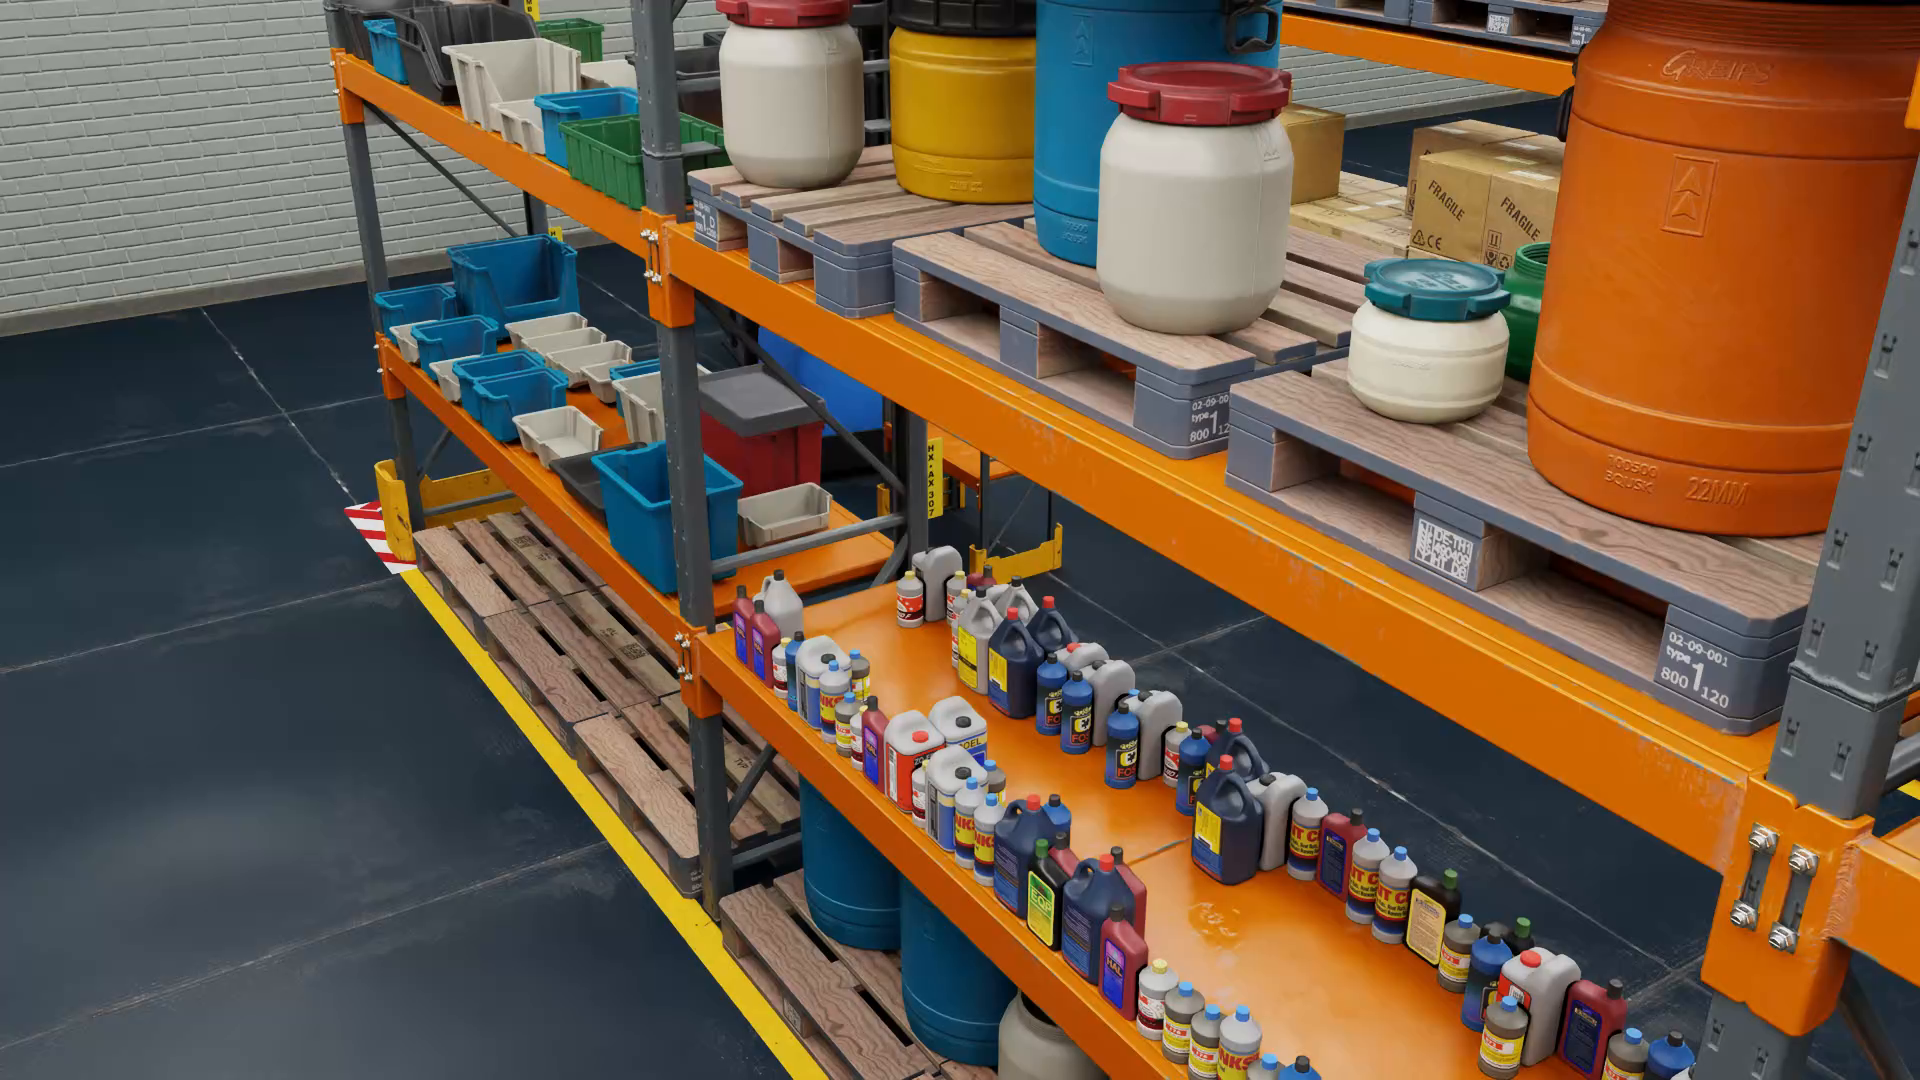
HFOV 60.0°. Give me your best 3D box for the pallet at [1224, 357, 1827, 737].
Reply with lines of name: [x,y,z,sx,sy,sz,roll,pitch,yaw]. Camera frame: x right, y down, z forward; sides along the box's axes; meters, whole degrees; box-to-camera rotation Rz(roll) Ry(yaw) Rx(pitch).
pallet: [1.275,-0.118,3.194,1.003,0.211,1.213,-16,29,-30]

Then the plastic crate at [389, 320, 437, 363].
plastic crate: [-2.791,-1.021,8.638,0.250,0.136,0.298,-16,29,-30]

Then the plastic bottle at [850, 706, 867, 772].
plastic bottle: [-0.293,0.611,5.175,0.097,0.201,0.097,0,25,0]

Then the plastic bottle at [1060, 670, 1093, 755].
plastic bottle: [0.367,0.537,5.249,0.097,0.271,0.097,0,25,0]

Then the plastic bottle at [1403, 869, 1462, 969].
plastic bottle: [1.232,0.965,4.328,0.061,0.283,0.133,-16,29,-30]

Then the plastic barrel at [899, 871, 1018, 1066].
plastic barrel: [0.097,1.229,5.598,0.600,0.901,0.708,-16,29,-30]

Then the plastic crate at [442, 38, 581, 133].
plastic crate: [-1.805,-1.850,6.781,0.437,0.282,0.530,-16,29,-30]

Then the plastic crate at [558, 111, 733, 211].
plastic crate: [-1.057,-1.323,5.774,0.450,0.188,0.662,-16,29,-30]

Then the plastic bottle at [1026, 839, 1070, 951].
plastic bottle: [0.235,0.934,4.394,0.061,0.283,0.133,-16,29,-30]

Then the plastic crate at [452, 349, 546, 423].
plastic crate: [-2.178,-0.728,7.904,0.416,0.233,0.300,-16,29,-30]

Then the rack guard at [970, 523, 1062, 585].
rack guard: [0.313,0.092,9.262,0.587,0.250,0.087,-16,29,-30]

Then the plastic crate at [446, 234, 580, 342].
plastic crate: [-2.417,-1.379,9.046,0.616,0.435,0.499,-16,29,-30]

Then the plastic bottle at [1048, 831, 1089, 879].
plastic bottle: [0.286,0.920,4.424,0.061,0.283,0.133,-16,29,-30]

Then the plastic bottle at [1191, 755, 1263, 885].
plastic bottle: [0.751,0.771,4.661,0.144,0.351,0.185,-16,29,-30]

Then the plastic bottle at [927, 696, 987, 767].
plastic bottle: [-0.006,0.625,5.058,0.152,0.276,0.135,-16,29,-30]

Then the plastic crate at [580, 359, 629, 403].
plastic crate: [-1.663,-0.768,8.102,0.298,0.136,0.250,-16,29,-30]

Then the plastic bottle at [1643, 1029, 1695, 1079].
plastic bottle: [1.605,1.229,3.783,0.097,0.271,0.097,0,25,0]

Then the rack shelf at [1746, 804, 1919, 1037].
rack shelf: [2.703,1.133,1.164,1.077,0.370,4.000,-16,29,-30]

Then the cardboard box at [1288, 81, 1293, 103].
cardboard box: [1.880,-2.859,11.242,0.500,0.500,0.500,-15,29,-29]

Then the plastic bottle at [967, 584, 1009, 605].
plastic bottle: [0.113,0.271,5.808,0.152,0.276,0.135,-16,29,-30]

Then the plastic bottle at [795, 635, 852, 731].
plastic bottle: [-0.439,0.460,5.408,0.152,0.276,0.135,-16,29,-30]

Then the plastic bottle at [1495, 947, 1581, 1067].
plastic bottle: [1.393,1.110,4.031,0.152,0.276,0.135,-16,29,-30]

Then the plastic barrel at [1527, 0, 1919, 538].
plastic barrel: [1.304,-0.495,2.776,0.600,0.830,0.708,-16,29,-30]

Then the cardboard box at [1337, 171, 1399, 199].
cardboard box: [2.435,-2.158,10.635,0.500,0.250,0.500,-17,30,-31]

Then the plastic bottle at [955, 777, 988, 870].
plastic bottle: [0.033,0.793,4.707,0.097,0.271,0.097,0,25,0]

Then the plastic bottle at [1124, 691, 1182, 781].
plastic bottle: [0.588,0.582,5.148,0.152,0.276,0.135,-16,29,-30]

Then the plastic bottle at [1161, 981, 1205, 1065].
plastic bottle: [0.540,1.157,4.019,0.097,0.201,0.097,0,25,0]

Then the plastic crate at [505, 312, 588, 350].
plastic crate: [-2.159,-1.071,8.743,0.396,0.136,0.243,-16,29,-30]

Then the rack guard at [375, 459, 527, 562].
rack guard: [-2.780,-0.287,9.773,1.175,0.500,0.348,-16,29,-30]

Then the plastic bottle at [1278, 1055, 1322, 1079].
plastic bottle: [0.753,1.264,3.709,0.097,0.271,0.097,0,25,0]

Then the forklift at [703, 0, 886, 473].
forklift: [-1.047,-2.349,11.293,1.130,2.935,3.031,-10,27,-19]

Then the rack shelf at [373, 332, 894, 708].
rack shelf: [-1.664,-0.372,7.866,1.077,0.370,4.000,-16,29,-30]

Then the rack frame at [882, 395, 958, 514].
rack frame: [-0.231,-0.830,9.750,0.500,1.500,0.032,-16,29,-30]

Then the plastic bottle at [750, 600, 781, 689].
plastic bottle: [-0.657,0.349,5.633,0.061,0.283,0.133,-16,29,-30]

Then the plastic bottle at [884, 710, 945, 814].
plastic bottle: [-0.134,0.660,4.983,0.152,0.276,0.135,-16,29,-30]

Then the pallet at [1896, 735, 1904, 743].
pallet: [4.732,0.820,7.765,1.003,0.211,1.213,-16,29,-30]

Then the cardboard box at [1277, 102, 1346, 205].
cardboard box: [1.990,-2.375,10.216,0.500,0.500,0.500,-16,30,-31]

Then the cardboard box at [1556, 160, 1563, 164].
cardboard box: [3.530,-1.773,8.940,0.500,0.500,0.500,-16,29,-30]

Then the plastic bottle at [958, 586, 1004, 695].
plastic bottle: [0.083,0.327,5.602,0.144,0.351,0.185,-16,29,-30]

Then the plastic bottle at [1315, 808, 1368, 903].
plastic bottle: [1.053,0.848,4.577,0.061,0.283,0.133,-16,29,-30]

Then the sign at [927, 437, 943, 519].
sign: [-0.111,-0.234,6.408,0.100,0.325,0.005,-16,29,-30]

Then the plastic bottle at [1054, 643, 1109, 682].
plastic bottle: [0.388,0.451,5.426,0.152,0.276,0.135,-16,29,-30]

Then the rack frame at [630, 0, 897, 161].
rack frame: [-0.573,-2.694,4.917,1.000,3.000,0.127,-16,29,-30]

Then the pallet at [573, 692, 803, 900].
pallet: [-1.006,1.025,7.330,1.003,0.211,1.213,-16,29,-30]

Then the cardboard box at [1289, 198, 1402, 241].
cardboard box: [2.279,-1.848,9.979,0.500,0.250,0.500,-16,30,-31]

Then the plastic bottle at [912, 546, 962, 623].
plastic bottle: [-0.087,0.140,6.085,0.152,0.276,0.135,-16,29,-30]

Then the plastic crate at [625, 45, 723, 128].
plastic crate: [-1.021,-1.787,6.661,0.497,0.269,0.590,-16,29,-30]

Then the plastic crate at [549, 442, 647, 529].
plastic crate: [-1.409,-0.222,6.959,0.437,0.125,0.590,-16,29,-30]

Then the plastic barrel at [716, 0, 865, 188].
plastic barrel: [-0.495,-1.343,4.916,0.433,0.535,0.433,0,25,0]

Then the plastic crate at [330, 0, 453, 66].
plastic crate: [-2.779,-2.507,8.186,0.497,0.269,0.590,-16,29,-30]

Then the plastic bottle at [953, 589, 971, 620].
plastic bottle: [0.022,0.271,5.895,0.097,0.201,0.097,0,25,0]

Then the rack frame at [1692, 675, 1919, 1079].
rack frame: [1.611,1.449,3.167,1.000,3.000,0.127,-16,29,-30]

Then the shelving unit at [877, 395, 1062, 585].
shelving unit: [0.042,-0.651,9.372,0.587,1.500,1.083,-16,29,-30]

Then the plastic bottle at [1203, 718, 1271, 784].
plastic bottle: [0.805,0.687,4.838,0.144,0.351,0.185,-16,29,-30]

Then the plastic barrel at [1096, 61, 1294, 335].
plastic barrel: [0.517,-0.758,3.676,0.433,0.535,0.433,0,25,0]
